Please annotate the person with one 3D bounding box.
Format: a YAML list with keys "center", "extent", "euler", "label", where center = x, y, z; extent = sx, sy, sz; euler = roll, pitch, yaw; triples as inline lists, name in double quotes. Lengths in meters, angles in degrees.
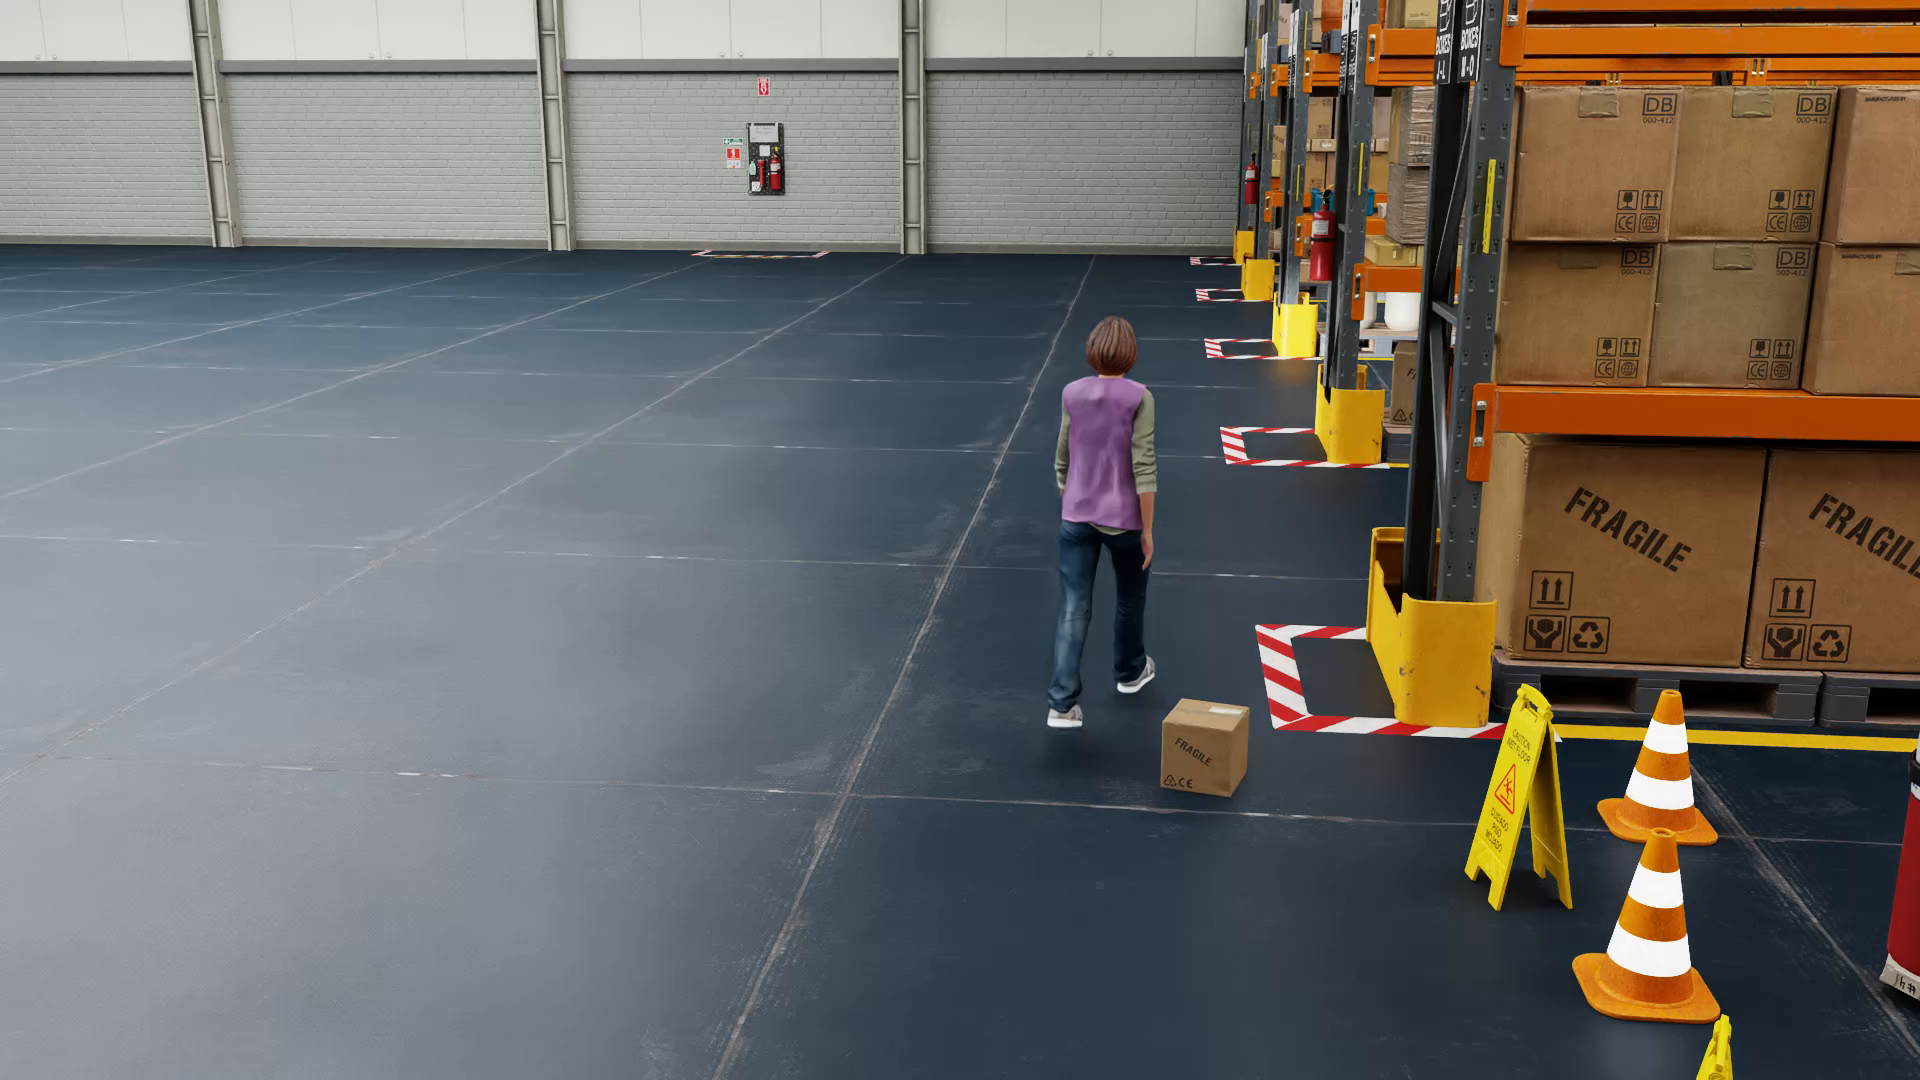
- center: [0.550, -0.080, 6.341]
  extent: [0.437, 1.546, 0.968]
  euler: [5, 15, 18]
  label: "person"
